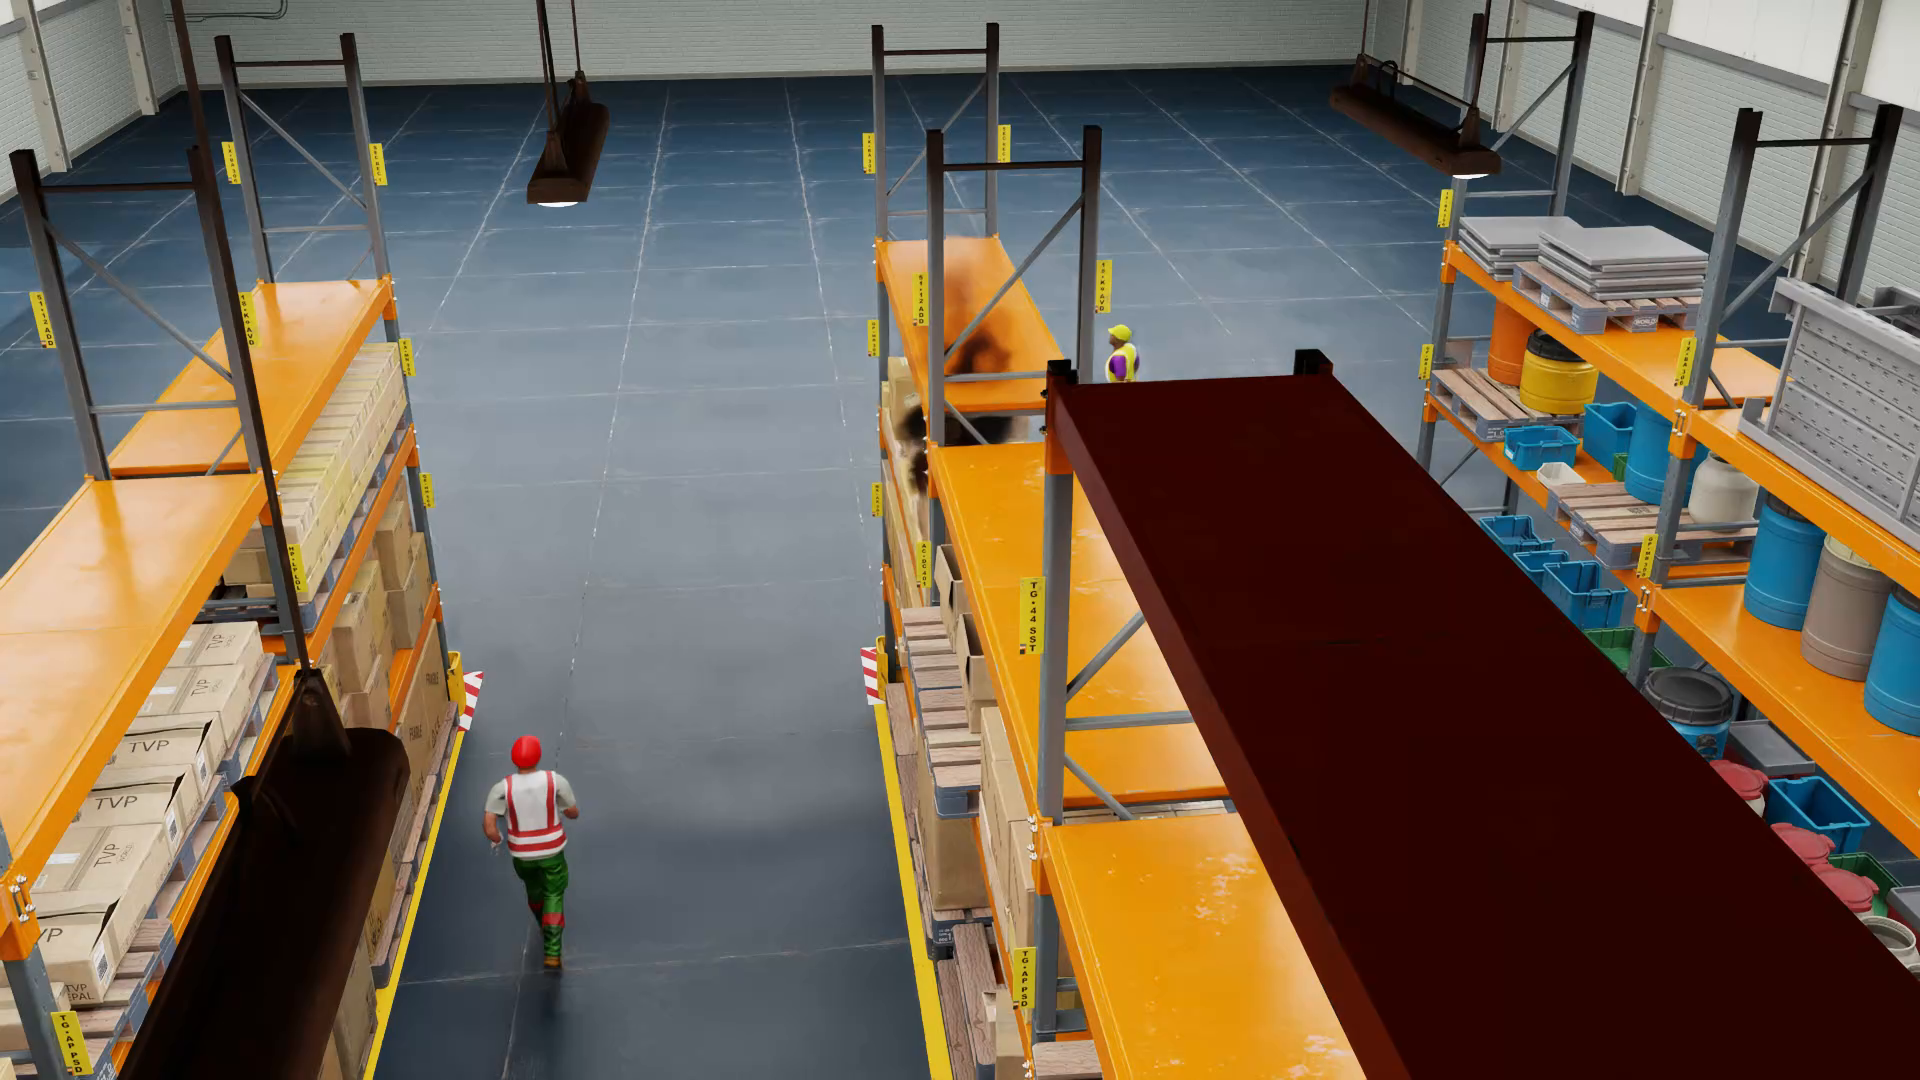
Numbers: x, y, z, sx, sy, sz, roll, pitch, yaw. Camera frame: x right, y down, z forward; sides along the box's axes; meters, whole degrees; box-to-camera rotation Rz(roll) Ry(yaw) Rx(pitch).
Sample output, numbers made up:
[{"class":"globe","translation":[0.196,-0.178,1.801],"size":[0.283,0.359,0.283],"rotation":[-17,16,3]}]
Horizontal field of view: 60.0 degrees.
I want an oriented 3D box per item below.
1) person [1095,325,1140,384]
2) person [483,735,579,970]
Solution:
[{"class":"person","translation":[1.972,-1.773,20.236],"size":[0.632,1.734,0.691],"rotation":[7,27,15]},{"class":"person","translation":[-3.004,2.154,11.825],"size":[0.634,1.708,0.832],"rotation":[-4,26,-8]}]
